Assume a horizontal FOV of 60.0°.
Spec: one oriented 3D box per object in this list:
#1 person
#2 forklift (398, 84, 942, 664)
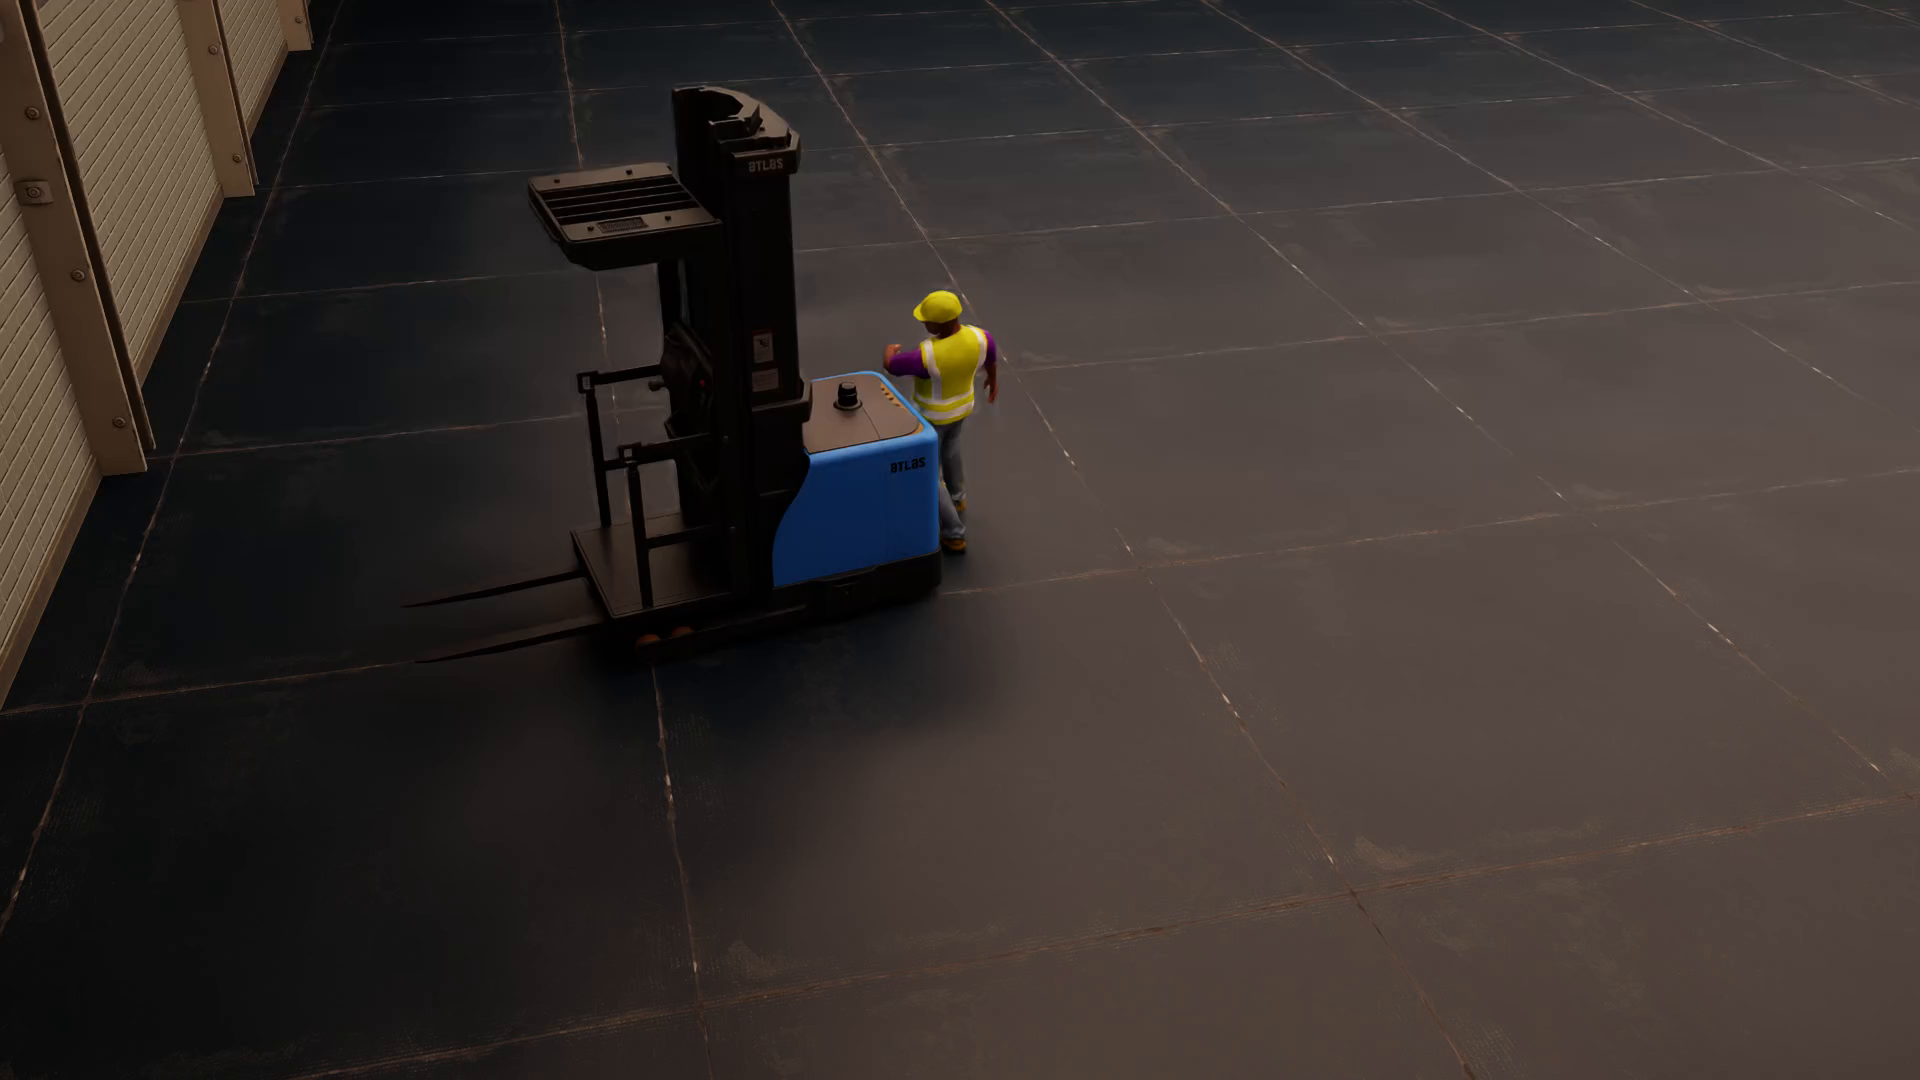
[{"bbox_3d":[-0.103,-0.875,10.367,0.868,1.651,0.799,25,38,36],"label":"person"},{"bbox_3d":[-1.674,-0.875,9.086,3.031,2.935,1.130,-12,32,-20],"label":"forklift"}]
